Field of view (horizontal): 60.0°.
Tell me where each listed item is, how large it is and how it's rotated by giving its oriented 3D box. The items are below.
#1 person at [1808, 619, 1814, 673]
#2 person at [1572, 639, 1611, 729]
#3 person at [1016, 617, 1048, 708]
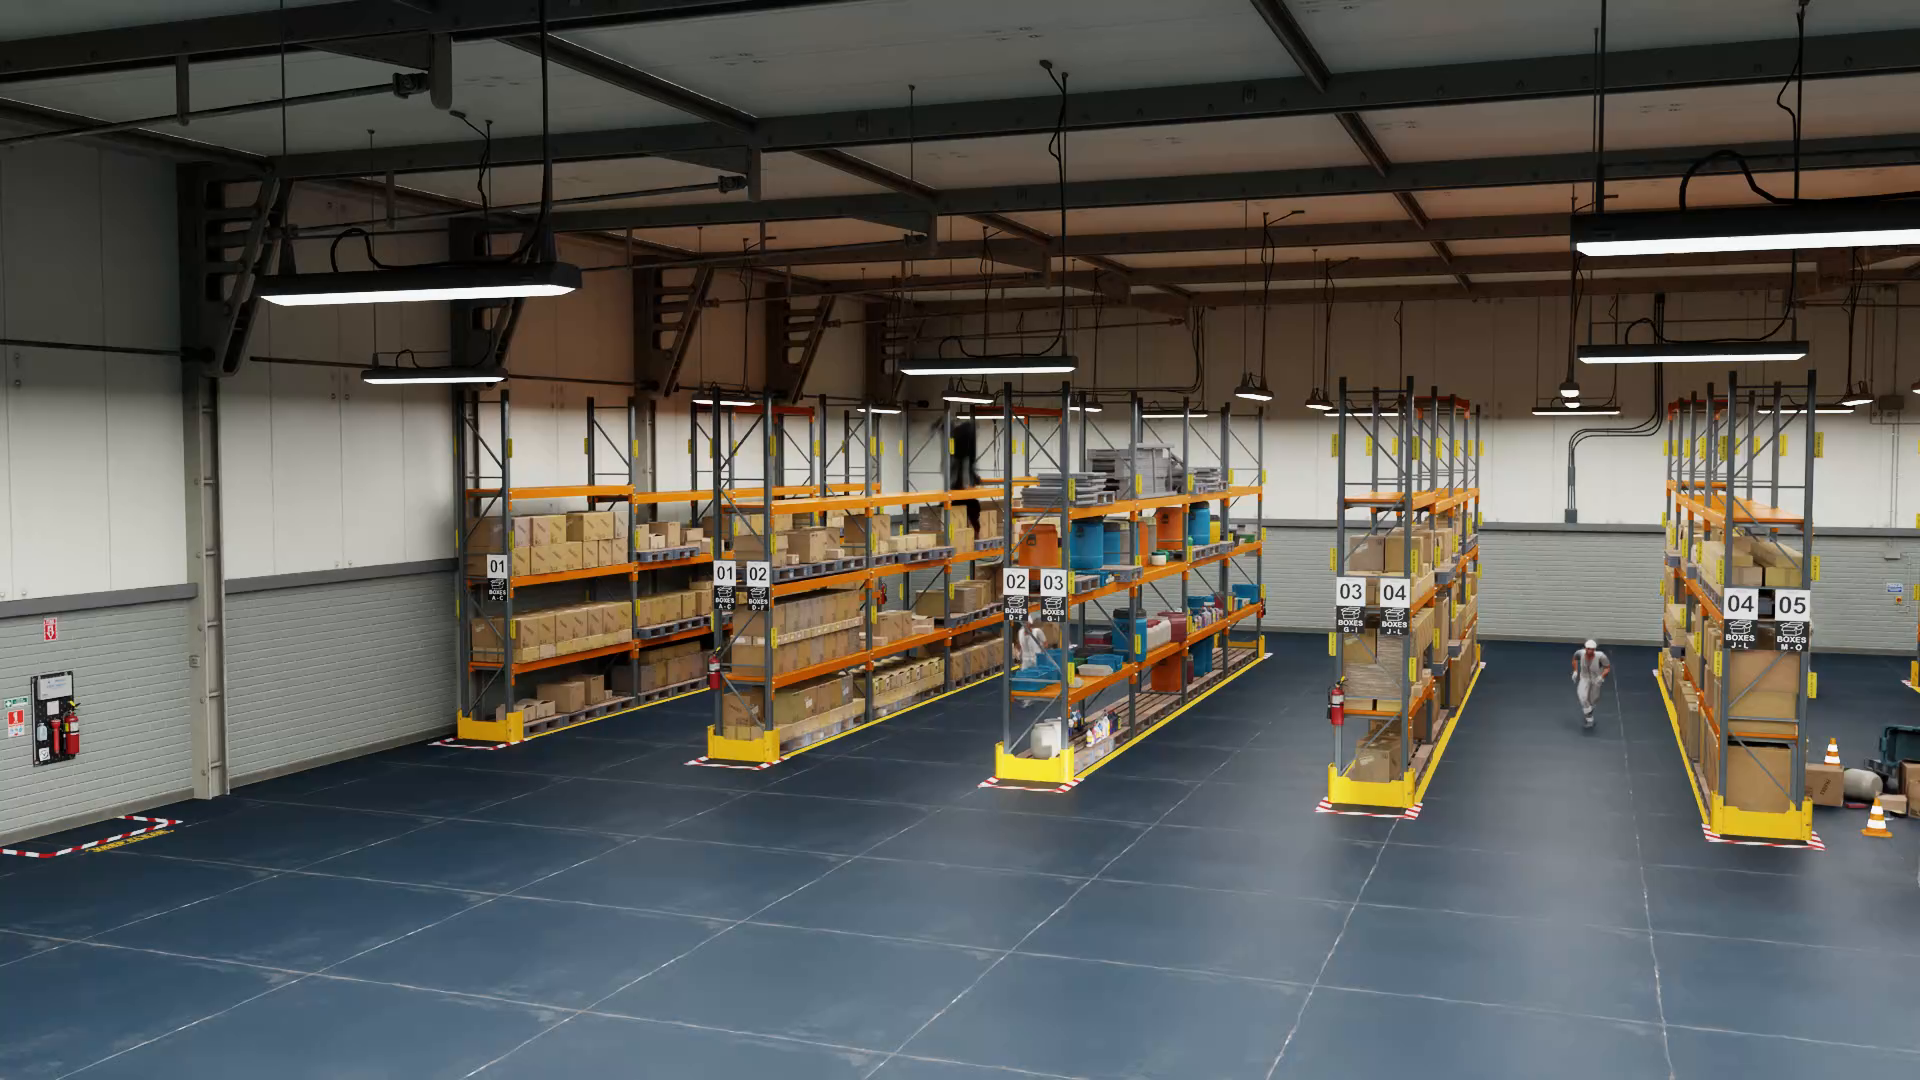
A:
[{"bbox_3d":[17.495,2.221,34.757,0.676,1.867,0.763,0,3,3],"label":"person"},{"bbox_3d":[11.413,2.565,30.037,0.668,1.619,1.118,2,4,27],"label":"person"},{"bbox_3d":[1.415,2.360,32.487,0.681,1.769,1.002,1,3,22],"label":"person"}]
